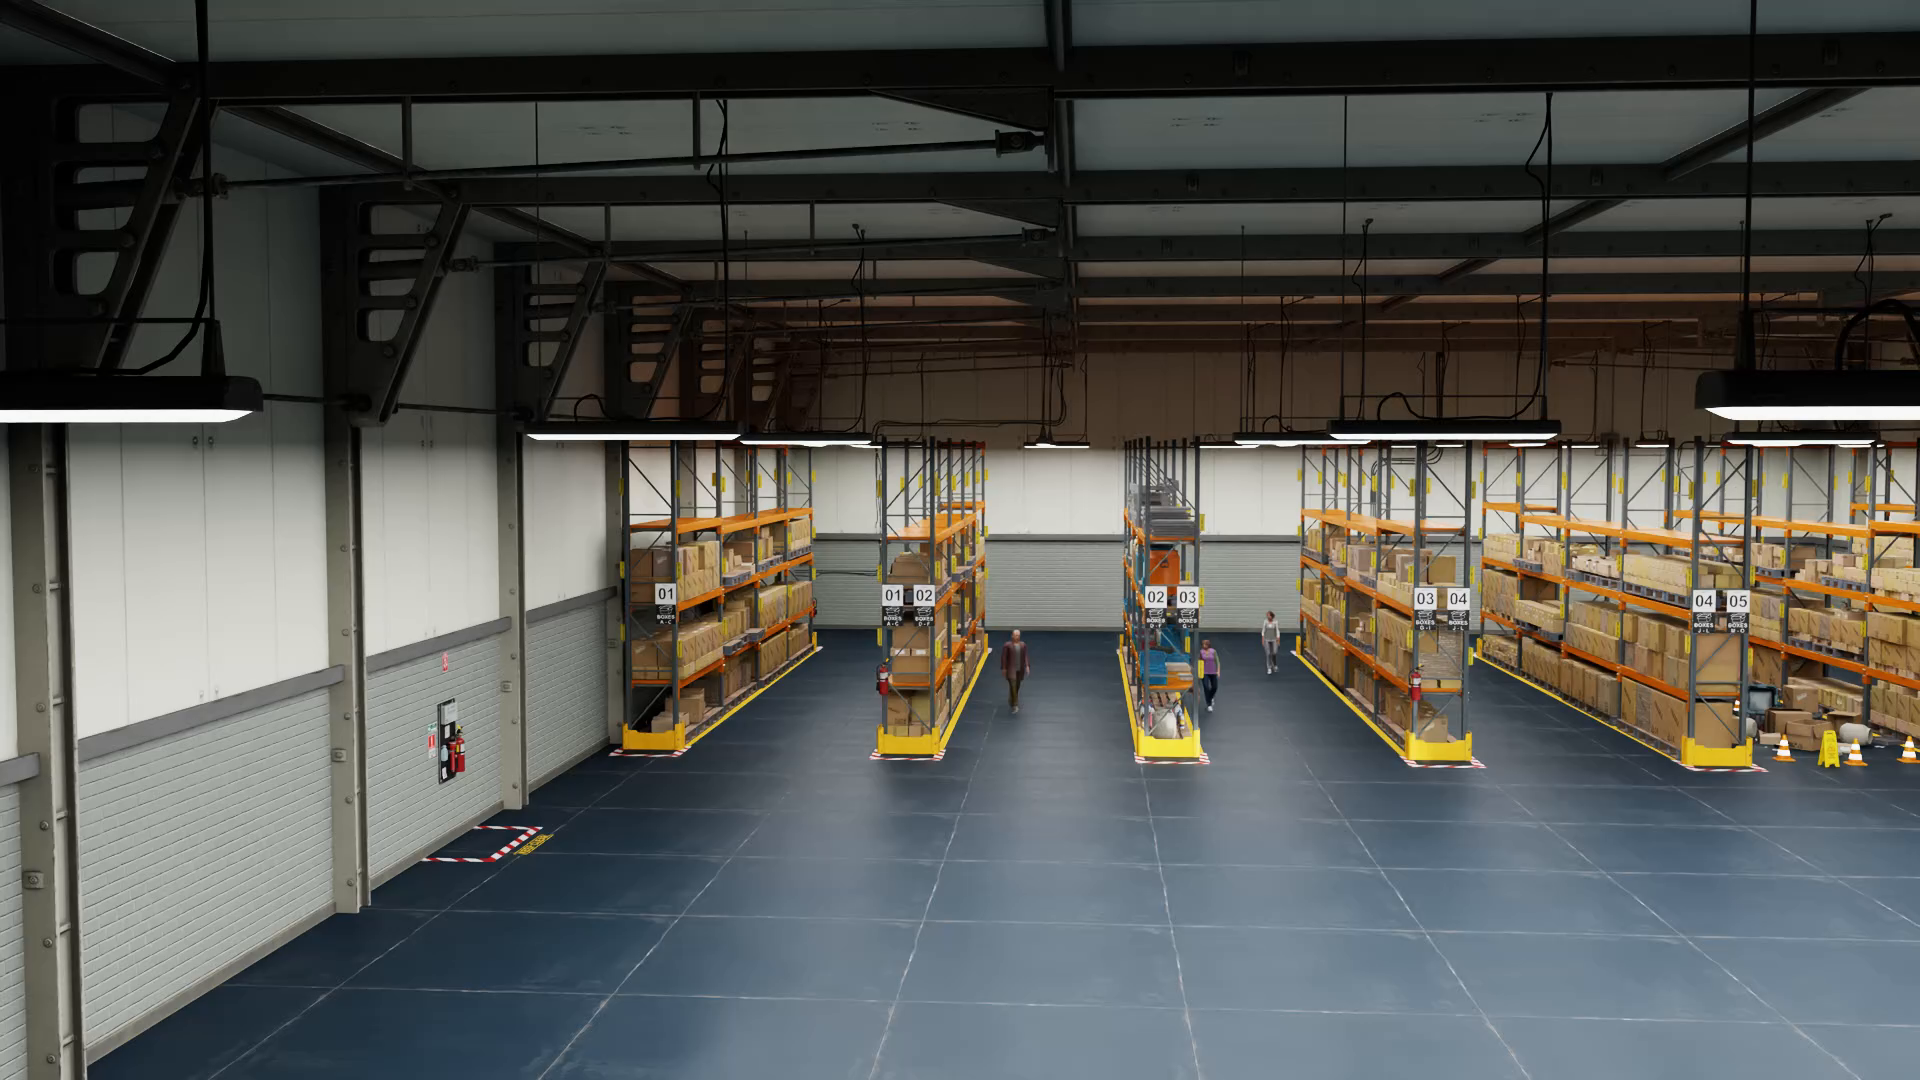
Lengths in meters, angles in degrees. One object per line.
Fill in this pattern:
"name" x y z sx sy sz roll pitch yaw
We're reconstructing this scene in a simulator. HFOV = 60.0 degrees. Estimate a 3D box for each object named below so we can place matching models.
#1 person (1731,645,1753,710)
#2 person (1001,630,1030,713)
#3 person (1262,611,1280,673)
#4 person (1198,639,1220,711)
"person" 17.187 2.941 36.463 0.545 1.777 0.609 0 3 -6
"person" 1.247 2.872 36.630 0.578 1.769 0.867 -2 4 -30
"person" 7.999 2.626 42.795 0.467 1.604 0.402 1 3 15
"person" 5.498 2.981 36.739 0.478 1.530 0.686 0 3 3
